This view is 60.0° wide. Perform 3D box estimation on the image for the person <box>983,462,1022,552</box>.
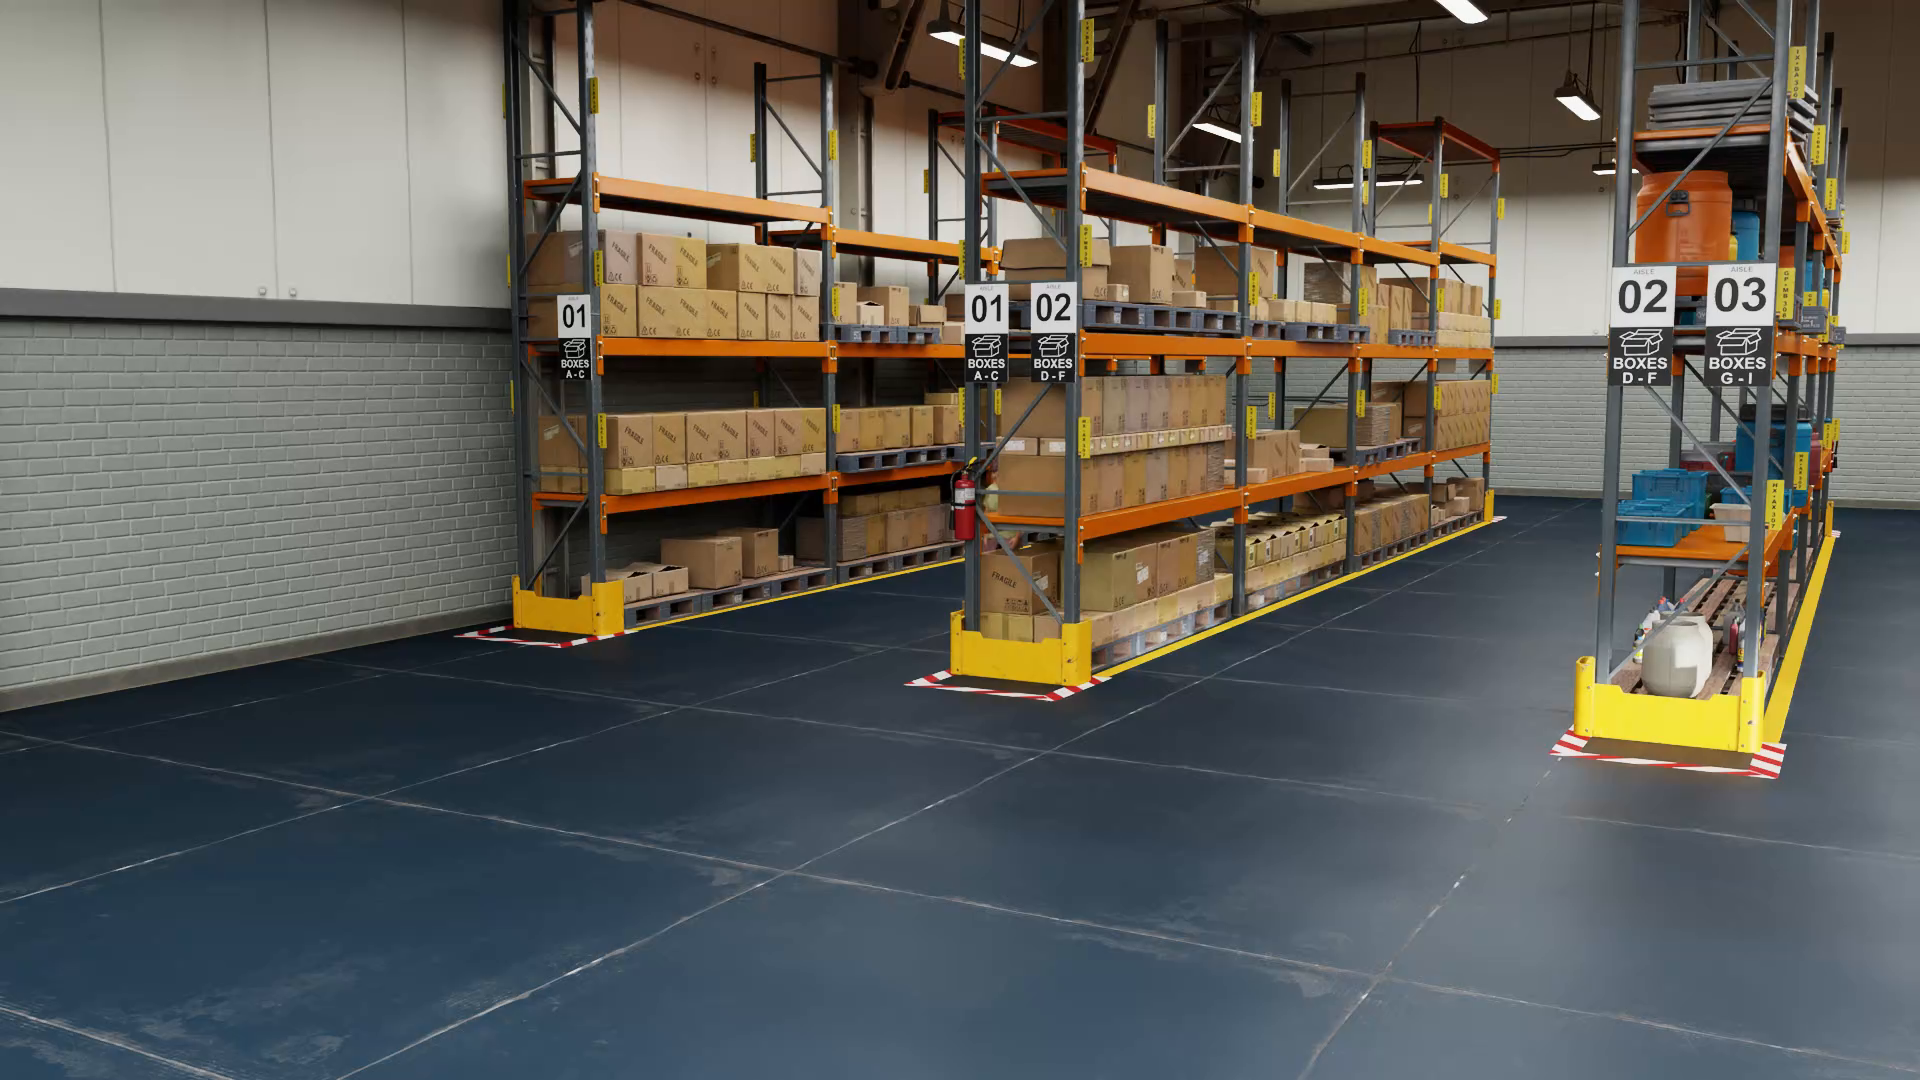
[{"bbox_3d":[0.434,0.011,16.620,0.478,1.603,0.426,3,7,29],"label":"person"}]
